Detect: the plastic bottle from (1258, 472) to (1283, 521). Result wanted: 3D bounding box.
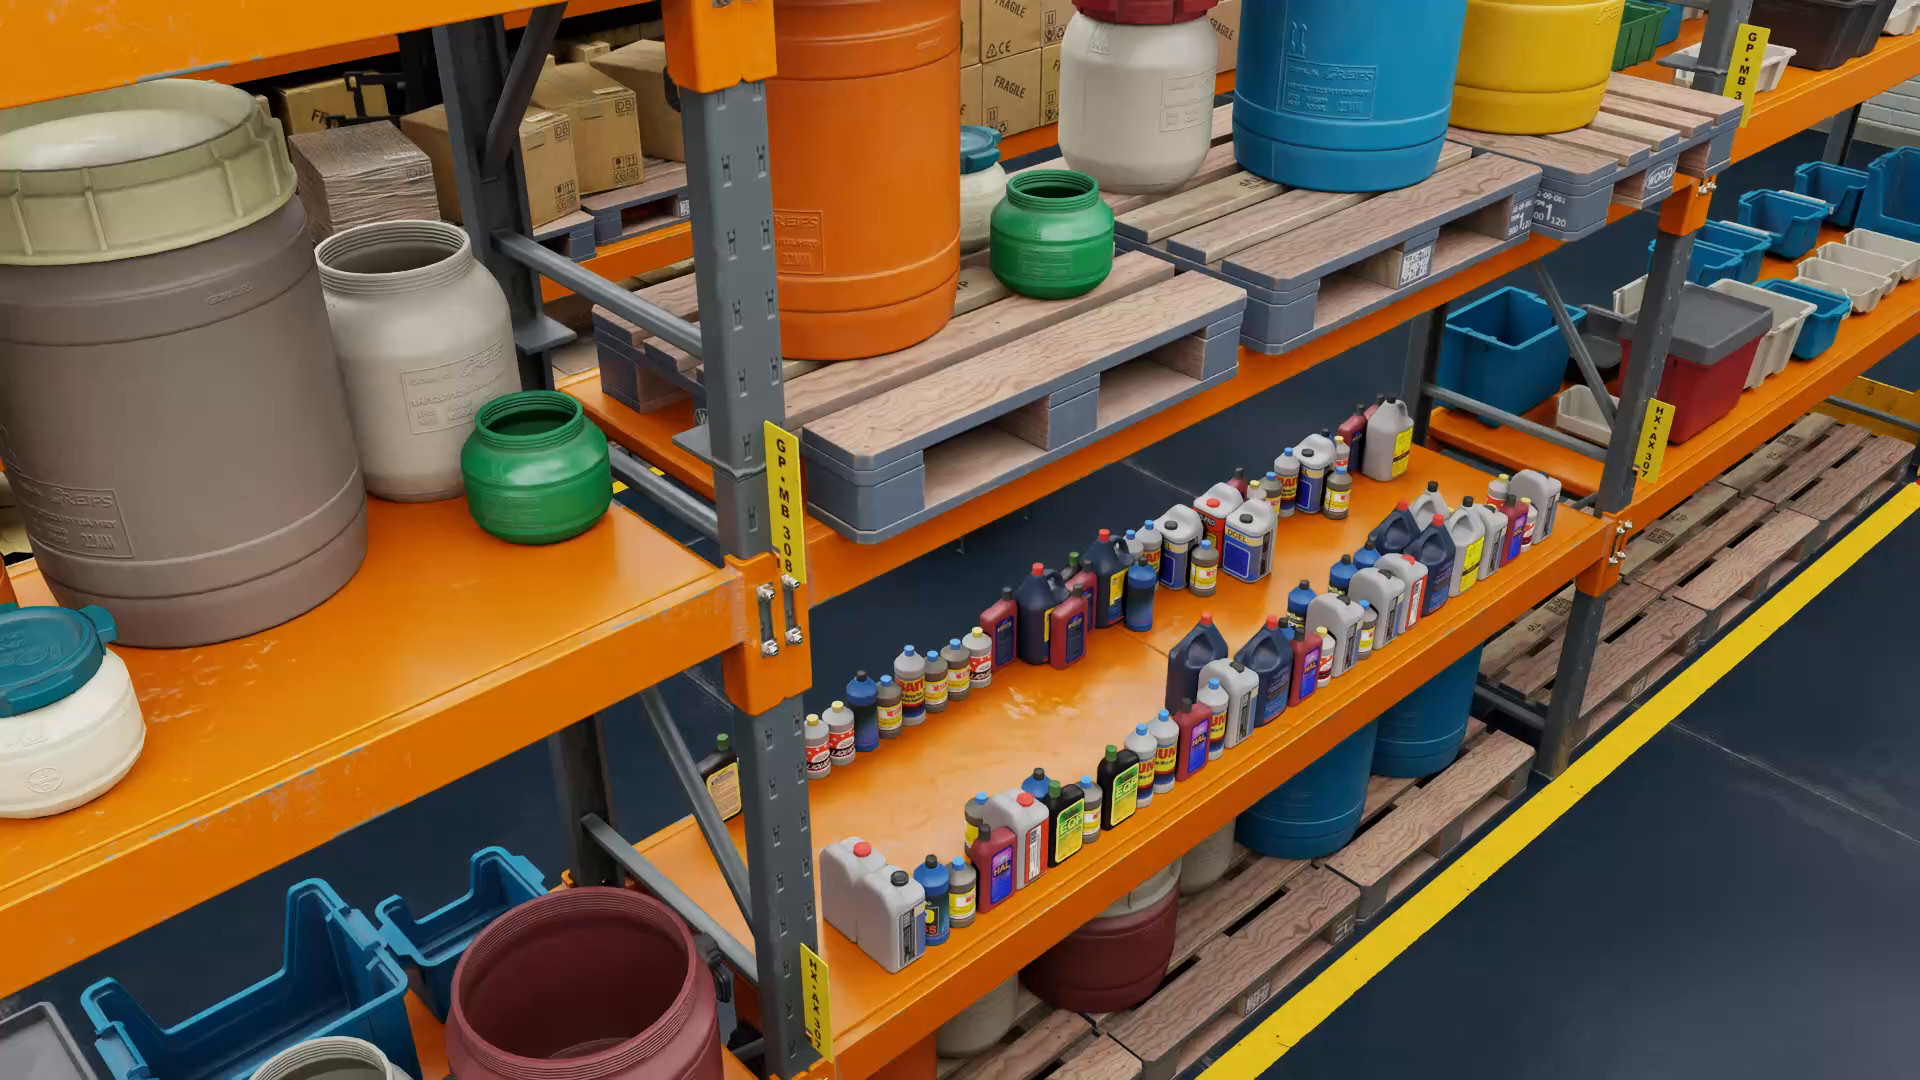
[{"bbox_3d":[1.175,-0.163,6.332,0.097,0.201,0.097,0,31,0],"label":"plastic bottle"}]

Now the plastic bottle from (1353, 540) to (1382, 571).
[{"bbox_3d":[1.411,0.124,5.795,0.097,0.271,0.097,0,31,0],"label":"plastic bottle"}]

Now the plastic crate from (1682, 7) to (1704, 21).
[{"bbox_3d":[2.890,-2.225,6.891,0.466,0.136,0.293,-26,40,-35],"label":"plastic crate"}]

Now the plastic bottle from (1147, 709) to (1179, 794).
[{"bbox_3d":[0.602,0.624,4.977,0.097,0.271,0.097,0,31,0],"label":"plastic bottle"}]

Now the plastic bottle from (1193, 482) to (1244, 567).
[{"bbox_3d":[0.939,-0.061,6.094,0.135,0.276,0.152,-26,40,-35],"label":"plastic bottle"}]

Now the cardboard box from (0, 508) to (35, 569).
[{"bbox_3d":[-4.298,0.096,7.413,0.500,0.311,0.500,-25,39,-34],"label":"cardboard box"}]

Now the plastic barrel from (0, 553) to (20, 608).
[{"bbox_3d":[-1.946,-0.065,2.694,0.708,0.830,0.600,-26,40,-35],"label":"plastic barrel"}]

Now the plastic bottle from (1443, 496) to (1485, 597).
[{"bbox_3d":[1.765,0.011,5.904,0.185,0.351,0.144,-26,40,-35],"label":"plastic bottle"}]

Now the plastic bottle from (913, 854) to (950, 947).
[{"bbox_3d":[-0.076,0.952,4.441,0.097,0.271,0.097,0,31,0],"label":"plastic bottle"}]

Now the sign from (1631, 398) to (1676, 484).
[{"bbox_3d":[2.589,-0.368,6.212,0.005,0.325,0.100,-26,40,-35],"label":"sign"}]

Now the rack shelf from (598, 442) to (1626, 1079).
[{"bbox_3d":[0.750,0.555,5.657,4.000,0.370,1.077,-26,40,-35],"label":"rack shelf"}]

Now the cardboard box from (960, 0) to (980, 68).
[{"bbox_3d":[-0.234,-3.069,9.840,0.500,0.500,0.500,-27,41,-37],"label":"cardboard box"}]

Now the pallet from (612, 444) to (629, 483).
[{"bbox_3d":[-2.614,-0.430,9.251,1.213,0.211,1.003,-26,40,-35],"label":"pallet"}]

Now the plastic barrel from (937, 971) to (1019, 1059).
[{"bbox_3d":[-0.016,1.425,5.526,0.421,0.512,0.421,0,31,0],"label":"plastic barrel"}]

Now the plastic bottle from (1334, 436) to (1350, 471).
[{"bbox_3d":[1.488,-0.314,6.579,0.097,0.201,0.097,0,31,0],"label":"plastic bottle"}]

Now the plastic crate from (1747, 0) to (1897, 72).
[{"bbox_3d":[3.314,-2.021,6.430,0.590,0.269,0.497,-26,40,-35],"label":"plastic crate"}]

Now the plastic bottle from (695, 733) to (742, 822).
[{"bbox_3d":[-0.710,0.701,4.841,0.133,0.283,0.061,-26,40,-35],"label":"plastic bottle"}]

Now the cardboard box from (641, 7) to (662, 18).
[{"bbox_3d":[-2.631,-4.625,14.810,0.250,0.149,0.380,-25,40,-35],"label":"cardboard box"}]

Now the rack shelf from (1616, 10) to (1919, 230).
[{"bbox_3d":[3.683,-2.143,7.194,4.000,0.370,1.077,-26,40,-35],"label":"rack shelf"}]

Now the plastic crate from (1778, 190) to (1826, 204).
[{"bbox_3d":[4.453,-1.749,8.931,0.298,0.136,0.250,-26,40,-35],"label":"plastic crate"}]

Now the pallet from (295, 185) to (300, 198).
[{"bbox_3d":[-5.034,-2.759,13.060,1.213,0.211,1.003,-26,40,-35],"label":"pallet"}]

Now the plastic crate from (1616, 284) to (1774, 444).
[{"bbox_3d":[3.042,-0.735,6.958,0.583,0.464,0.402,-26,40,-35],"label":"plastic crate"}]

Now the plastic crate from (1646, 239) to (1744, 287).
[{"bbox_3d":[3.559,-1.299,8.102,0.300,0.233,0.416,-26,40,-35],"label":"plastic crate"}]

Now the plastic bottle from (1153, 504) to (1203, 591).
[{"bbox_3d":[0.769,0.021,5.960,0.135,0.276,0.152,-26,40,-35],"label":"plastic bottle"}]

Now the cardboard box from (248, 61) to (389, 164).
[{"bbox_3d":[-4.908,-3.233,12.820,0.750,0.750,0.750,-25,40,-35],"label":"cardboard box"}]

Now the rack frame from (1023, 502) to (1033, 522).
[{"bbox_3d":[0.300,-0.657,8.675,0.015,1.200,0.240,-26,40,-35],"label":"rack frame"}]

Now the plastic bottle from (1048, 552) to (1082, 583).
[{"bbox_3d":[0.361,0.182,5.688,0.133,0.283,0.061,-26,40,-35],"label":"plastic bottle"}]

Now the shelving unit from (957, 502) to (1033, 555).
[{"bbox_3d":[0.121,-0.571,8.533,0.503,1.200,0.258,-26,40,-35],"label":"shelving unit"}]

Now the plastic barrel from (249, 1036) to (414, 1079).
[{"bbox_3d":[-1.326,1.356,3.549,0.421,0.512,0.421,0,31,0],"label":"plastic barrel"}]

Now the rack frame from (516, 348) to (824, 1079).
[{"bbox_3d":[-0.717,0.958,4.309,0.127,3.000,1.000,-26,40,-35],"label":"rack frame"}]

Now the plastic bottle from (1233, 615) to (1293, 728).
[{"bbox_3d":[0.957,0.402,5.265,0.185,0.351,0.144,-26,40,-35],"label":"plastic bottle"}]

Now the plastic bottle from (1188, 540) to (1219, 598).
[{"bbox_3d":[0.867,0.094,5.912,0.097,0.201,0.097,0,31,0],"label":"plastic bottle"}]

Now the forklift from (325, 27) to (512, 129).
[{"bbox_3d":[-3.799,-3.066,10.954,3.031,2.935,1.130,-6,32,-9],"label":"forklift"}]

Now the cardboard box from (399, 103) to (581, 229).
[{"bbox_3d":[-2.402,-1.929,8.531,0.700,0.500,0.500,18,36,27],"label":"cardboard box"}]

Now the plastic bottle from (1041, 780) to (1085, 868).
[{"bbox_3d":[0.289,0.783,4.706,0.133,0.283,0.061,-26,40,-35],"label":"plastic bottle"}]

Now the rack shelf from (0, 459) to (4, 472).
[{"bbox_3d":[-5.548,0.078,6.437,4.000,0.370,1.077,-26,40,-35],"label":"rack shelf"}]

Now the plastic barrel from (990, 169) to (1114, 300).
[{"bbox_3d":[0.217,-0.723,3.928,0.294,0.245,0.294,0,31,0],"label":"plastic barrel"}]

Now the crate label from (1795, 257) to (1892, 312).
[{"bbox_3d":[4.265,-1.229,8.080,0.243,0.136,0.396,-26,40,-35],"label":"crate label"}]

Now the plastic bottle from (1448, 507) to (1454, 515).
[{"bbox_3d":[1.781,-0.025,6.105,0.097,0.201,0.097,0,31,0],"label":"plastic bottle"}]

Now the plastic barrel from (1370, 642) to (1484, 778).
[{"bbox_3d":[1.806,0.441,6.762,0.708,0.901,0.600,-26,40,-35],"label":"plastic barrel"}]

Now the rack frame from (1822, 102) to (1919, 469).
[{"bbox_3d":[5.150,-1.880,8.949,0.127,3.000,1.000,-26,40,-35],"label":"rack frame"}]

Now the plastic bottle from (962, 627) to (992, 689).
[{"bbox_3d":[0.056,0.378,5.447,0.097,0.201,0.097,0,31,0],"label":"plastic bottle"}]

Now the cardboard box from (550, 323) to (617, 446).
[{"bbox_3d":[-2.052,-0.844,9.230,0.500,0.500,0.500,-25,39,-35],"label":"cardboard box"}]

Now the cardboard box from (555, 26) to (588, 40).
[{"bbox_3d":[-3.379,-4.262,14.216,0.250,0.149,0.380,-25,40,-35],"label":"cardboard box"}]

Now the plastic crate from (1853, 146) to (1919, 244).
[{"bbox_3d":[5.031,-1.731,8.613,0.499,0.435,0.616,-26,40,-35],"label":"plastic crate"}]

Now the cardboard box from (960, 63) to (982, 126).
[{"bbox_3d":[-0.216,-2.659,10.128,0.500,0.500,0.500,-25,39,-35],"label":"cardboard box"}]

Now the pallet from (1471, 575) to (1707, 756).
[{"bbox_3d":[2.729,0.453,7.807,1.213,0.211,1.003,-26,40,-35],"label":"pallet"}]

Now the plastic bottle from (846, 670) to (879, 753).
[{"bbox_3d":[-0.301,0.521,5.146,0.097,0.271,0.097,0,31,0],"label":"plastic bottle"}]

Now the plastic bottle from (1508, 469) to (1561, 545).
[{"bbox_3d":[2.147,-0.145,6.231,0.135,0.276,0.152,-26,40,-35],"label":"plastic bottle"}]

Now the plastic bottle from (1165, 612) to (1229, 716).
[{"bbox_3d":[0.755,0.391,5.282,0.185,0.351,0.144,-26,40,-35],"label":"plastic bottle"}]

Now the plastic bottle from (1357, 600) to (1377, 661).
[{"bbox_3d":[1.344,0.295,5.583,0.097,0.201,0.097,0,31,0],"label":"plastic bottle"}]
